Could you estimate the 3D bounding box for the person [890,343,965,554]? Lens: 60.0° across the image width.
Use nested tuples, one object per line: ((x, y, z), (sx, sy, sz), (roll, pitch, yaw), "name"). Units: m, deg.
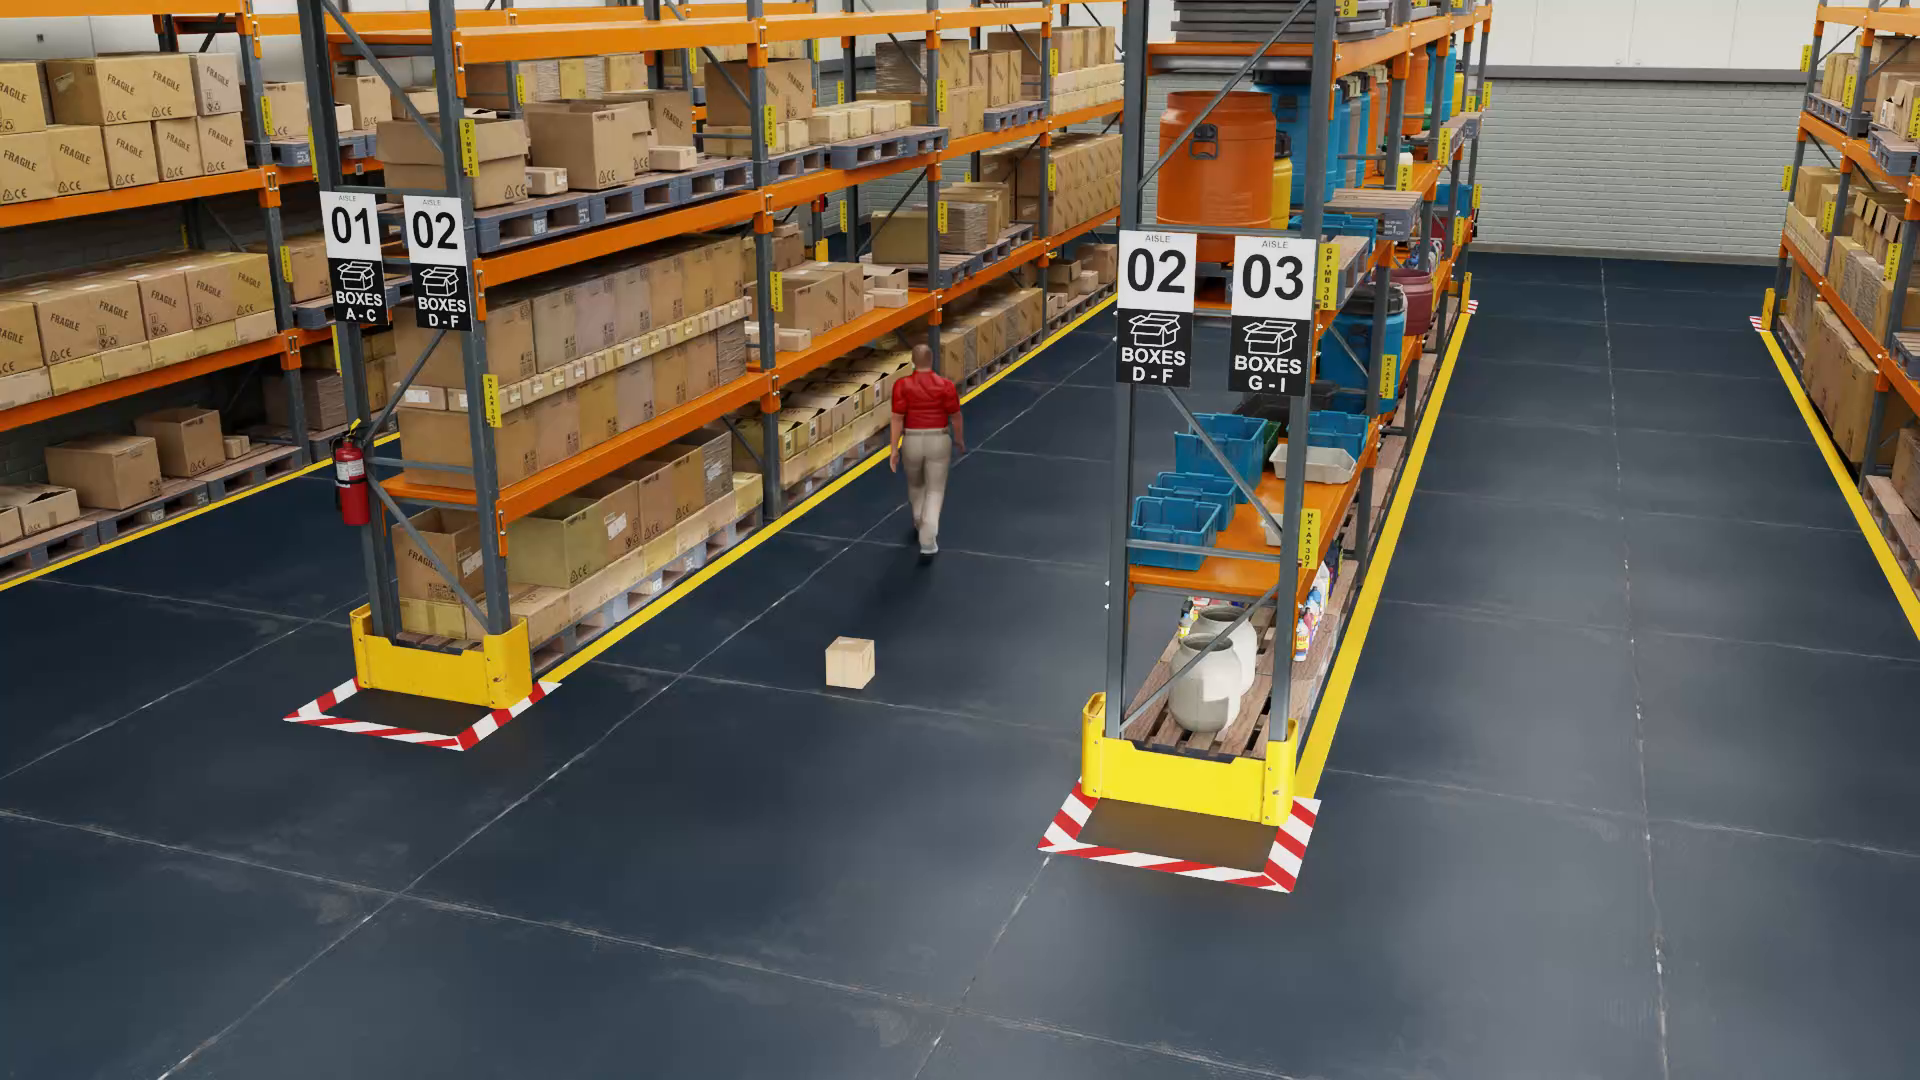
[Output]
((-0.254, -0.776, 13.400), (0.566, 1.669, 1.039), (3, 19, 8), "person")
